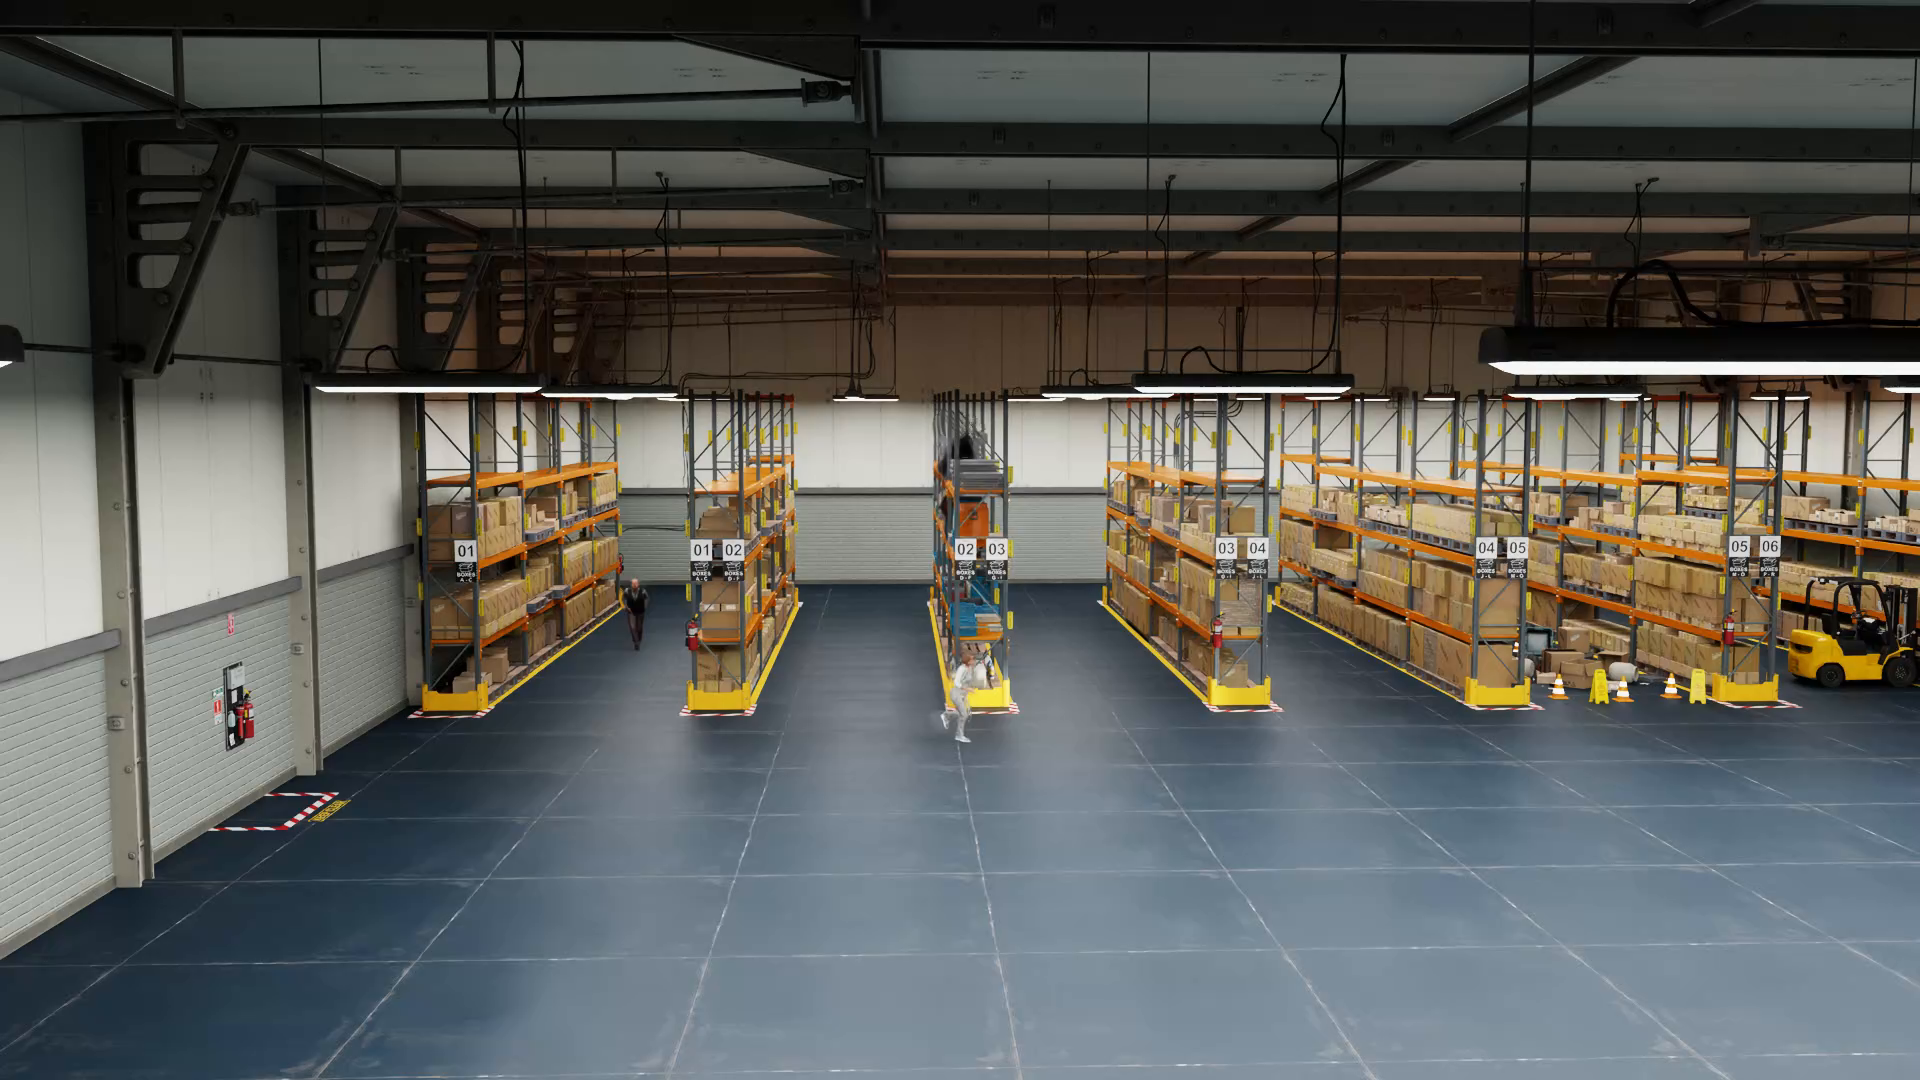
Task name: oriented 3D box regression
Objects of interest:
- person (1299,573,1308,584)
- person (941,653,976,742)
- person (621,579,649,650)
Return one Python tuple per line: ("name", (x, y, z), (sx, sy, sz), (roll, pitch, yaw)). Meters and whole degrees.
("person", (10.233, 0.870, 48.944), (0.687, 1.728, 0.699), (-1, 5, -14))
("person", (-0.022, 2.716, 28.242), (0.681, 1.442, 0.521), (3, 5, 28))
("person", (-7.616, 1.721, 39.074), (0.636, 1.673, 0.810), (0, 5, -5))
